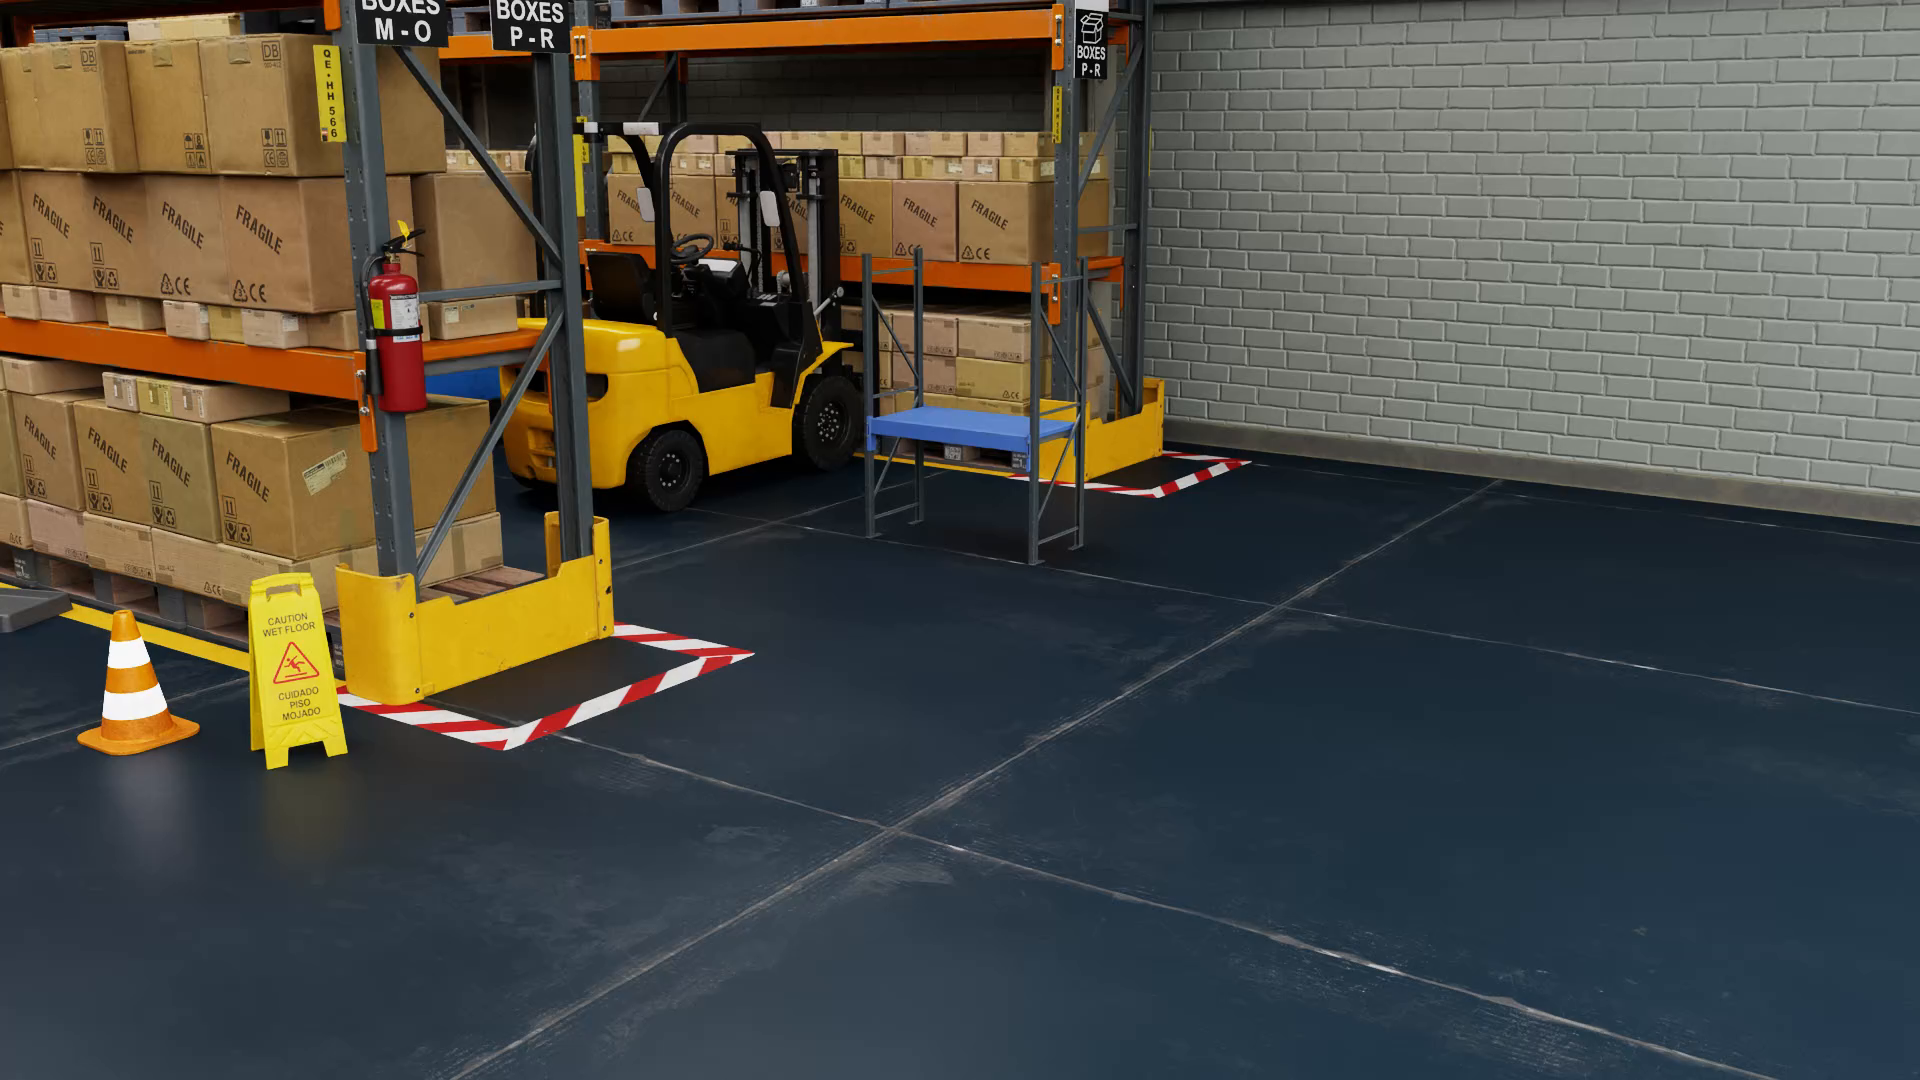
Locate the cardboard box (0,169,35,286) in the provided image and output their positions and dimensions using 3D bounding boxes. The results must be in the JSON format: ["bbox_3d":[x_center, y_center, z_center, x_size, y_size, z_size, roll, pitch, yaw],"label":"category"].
[{"bbox_3d":[-4.147,-1.435,7.550,0.500,0.500,0.500,9,17,32],"label":"cardboard box"}]

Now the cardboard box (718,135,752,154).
[{"bbox_3d":[-1.459,-2.751,11.518,0.250,0.149,0.380,9,16,32],"label":"cardboard box"}]

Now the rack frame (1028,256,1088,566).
[{"bbox_3d":[0.493,-0.648,8.321,0.032,1.500,0.500,9,17,33],"label":"rack frame"}]

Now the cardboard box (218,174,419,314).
[{"bbox_3d":[-2.480,-1.164,6.454,0.500,0.500,0.500,9,16,32],"label":"cardboard box"}]

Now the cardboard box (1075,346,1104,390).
[{"bbox_3d":[0.617,-1.159,11.072,0.500,0.250,0.500,10,17,34],"label":"cardboard box"}]

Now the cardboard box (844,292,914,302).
[{"bbox_3d":[-0.649,-1.605,11.833,0.500,0.250,0.500,9,16,32],"label":"cardboard box"}]

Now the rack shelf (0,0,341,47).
[{"bbox_3d":[-3.536,-2.328,7.239,4.000,0.370,1.077,9,17,33],"label":"rack shelf"}]

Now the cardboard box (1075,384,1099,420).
[{"bbox_3d":[0.592,-0.917,11.133,0.500,0.250,0.500,9,17,33],"label":"cardboard box"}]

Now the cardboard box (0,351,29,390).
[{"bbox_3d":[-4.359,-0.807,7.778,0.250,0.149,0.380,10,17,35],"label":"cardboard box"}]

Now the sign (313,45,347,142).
[{"bbox_3d":[-2.203,-1.560,5.816,0.005,0.325,0.100,9,17,33],"label":"sign"}]

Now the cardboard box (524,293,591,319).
[{"bbox_3d":[-2.867,-1.598,13.105,0.625,0.625,0.875,10,17,35],"label":"cardboard box"}]

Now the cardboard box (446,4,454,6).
[{"bbox_3d":[-4.150,-4.256,12.973,0.250,0.149,0.380,9,16,32],"label":"cardboard box"}]

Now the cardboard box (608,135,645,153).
[{"bbox_3d":[-2.329,-2.885,12.059,0.250,0.149,0.380,10,17,34],"label":"cardboard box"}]

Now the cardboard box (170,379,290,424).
[{"bbox_3d":[-3.029,-0.592,6.910,0.250,0.149,0.380,10,17,34],"label":"cardboard box"}]

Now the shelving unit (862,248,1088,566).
[{"bbox_3d":[0.071,-0.717,8.597,1.048,1.500,0.538,9,17,33],"label":"shelving unit"}]

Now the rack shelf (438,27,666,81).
[{"bbox_3d":[-4.088,-3.854,13.406,4.000,0.370,1.077,9,17,33],"label":"rack shelf"}]

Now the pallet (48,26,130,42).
[{"bbox_3d":[-7.702,-4.677,15.624,1.003,0.211,1.213,9,17,33],"label":"pallet"}]

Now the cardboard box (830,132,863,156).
[{"bbox_3d":[-0.639,-2.608,10.939,0.250,0.149,0.380,10,17,34],"label":"cardboard box"}]

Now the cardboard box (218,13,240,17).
[{"bbox_3d":[-6.176,-4.592,14.372,0.250,0.149,0.380,10,17,34],"label":"cardboard box"}]

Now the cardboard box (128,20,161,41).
[{"bbox_3d":[-7.142,-4.554,15.046,0.500,0.250,0.500,9,17,33],"label":"cardboard box"}]

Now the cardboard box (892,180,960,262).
[{"bbox_3d":[-0.089,-2.077,10.761,0.500,0.500,0.500,10,17,35],"label":"cardboard box"}]

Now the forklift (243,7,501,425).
[{"bbox_3d":[-4.371,-1.888,10.349,1.130,2.935,3.031,9,16,31],"label":"forklift"}]

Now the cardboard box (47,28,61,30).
[{"bbox_3d":[-8.776,-5.112,16.430,0.250,0.149,0.380,9,17,33],"label":"cardboard box"}]

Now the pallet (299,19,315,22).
[{"bbox_3d":[-5.134,-4.307,14.130,1.003,0.211,1.213,10,17,35],"label":"pallet"}]

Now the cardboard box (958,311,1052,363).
[{"bbox_3d":[0.335,-1.297,10.588,0.500,0.250,0.500,10,17,35],"label":"cardboard box"}]

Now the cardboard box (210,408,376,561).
[{"bbox_3d":[-2.687,-0.241,6.843,0.500,0.500,0.500,9,17,33],"label":"cardboard box"}]

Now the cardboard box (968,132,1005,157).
[{"bbox_3d":[0.254,-2.484,10.437,0.250,0.149,0.380,9,17,33],"label":"cardboard box"}]

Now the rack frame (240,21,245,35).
[{"bbox_3d":[-5.747,-3.016,14.764,0.127,3.000,1.000,9,17,33],"label":"rack frame"}]

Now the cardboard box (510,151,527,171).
[{"bbox_3d":[-3.234,-2.919,12.813,0.250,0.149,0.380,9,17,33],"label":"cardboard box"}]

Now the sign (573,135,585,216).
[{"bbox_3d":[-1.574,-1.481,6.763,0.005,0.325,0.100,9,17,33],"label":"sign"}]

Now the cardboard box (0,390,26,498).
[{"bbox_3d":[-4.406,-0.520,7.969,0.500,0.500,0.500,10,17,35],"label":"cardboard box"}]

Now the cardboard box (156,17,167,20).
[{"bbox_3d":[-6.994,-4.739,14.965,0.250,0.149,0.380,9,17,33],"label":"cardboard box"}]

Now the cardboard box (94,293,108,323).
[{"bbox_3d":[-3.564,-1.047,7.334,0.250,0.149,0.380,9,17,33],"label":"cardboard box"}]

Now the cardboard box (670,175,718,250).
[{"bbox_3d":[-1.764,-2.350,11.865,0.500,0.500,0.500,10,17,34],"label":"cardboard box"}]

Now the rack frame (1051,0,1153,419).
[{"bbox_3d":[0.891,-1.943,10.430,0.127,3.000,1.000,9,17,33],"label":"rack frame"}]

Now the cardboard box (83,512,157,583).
[{"bbox_3d":[-3.560,-0.017,7.497,0.500,0.250,0.500,8,16,31],"label":"cardboard box"}]

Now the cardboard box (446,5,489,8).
[{"bbox_3d":[-3.938,-4.341,13.277,0.250,0.166,0.380,9,17,33],"label":"cardboard box"}]

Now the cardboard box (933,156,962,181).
[{"bbox_3d":[0.037,-2.372,10.606,0.250,0.149,0.380,10,17,34],"label":"cardboard box"}]

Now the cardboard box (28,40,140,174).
[{"bbox_3d":[-3.318,-1.773,6.836,0.500,0.500,0.700,9,16,32],"label":"cardboard box"}]

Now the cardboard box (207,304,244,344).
[{"bbox_3d":[-2.779,-0.889,6.694,0.250,0.149,0.380,9,16,32],"label":"cardboard box"}]

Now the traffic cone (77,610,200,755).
[{"bbox_3d":[-2.953,0.478,5.928,0.334,0.463,0.336,9,17,33],"label":"traffic cone"}]

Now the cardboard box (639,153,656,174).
[{"bbox_3d":[-2.095,-2.713,11.983,0.250,0.149,0.380,10,17,34],"label":"cardboard box"}]

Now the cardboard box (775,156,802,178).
[{"bbox_3d":[-1.039,-2.536,11.268,0.250,0.149,0.380,9,16,32],"label":"cardboard box"}]

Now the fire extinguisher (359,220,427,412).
[{"bbox_3d":[-2.039,-0.808,6.006,0.183,0.674,0.296,9,17,33],"label":"fire extinguisher"}]

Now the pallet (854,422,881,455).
[{"bbox_3d":[-0.775,-0.847,11.807,1.213,0.211,1.003,9,17,33],"label":"pallet"}]

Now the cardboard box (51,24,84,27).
[{"bbox_3d":[-8.418,-4.912,15.623,0.250,0.149,0.380,9,17,34],"label":"cardboard box"}]
